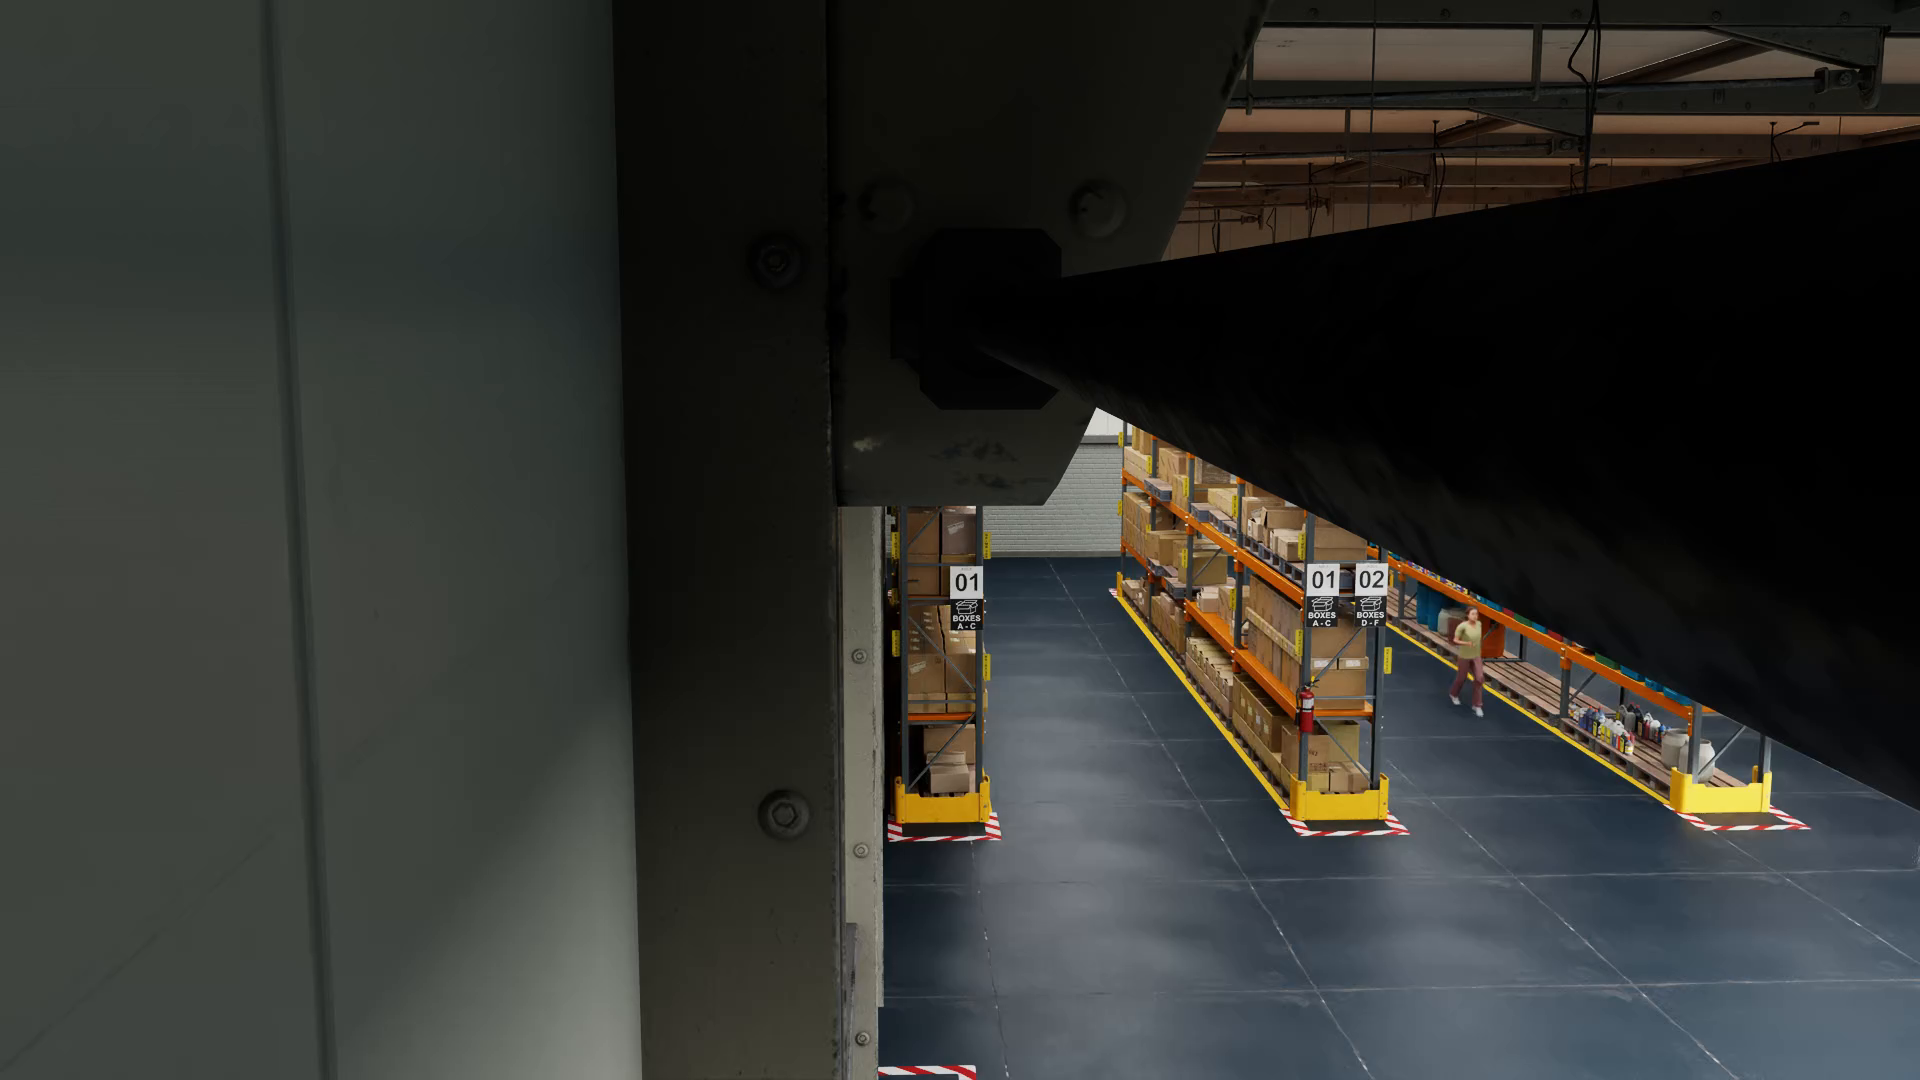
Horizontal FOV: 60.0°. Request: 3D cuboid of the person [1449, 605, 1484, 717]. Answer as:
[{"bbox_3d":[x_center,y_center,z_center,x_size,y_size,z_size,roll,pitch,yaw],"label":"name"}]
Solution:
[{"bbox_3d":[7.956,1.853,26.056,0.544,1.698,0.881,-1,8,-8],"label":"person"}]
